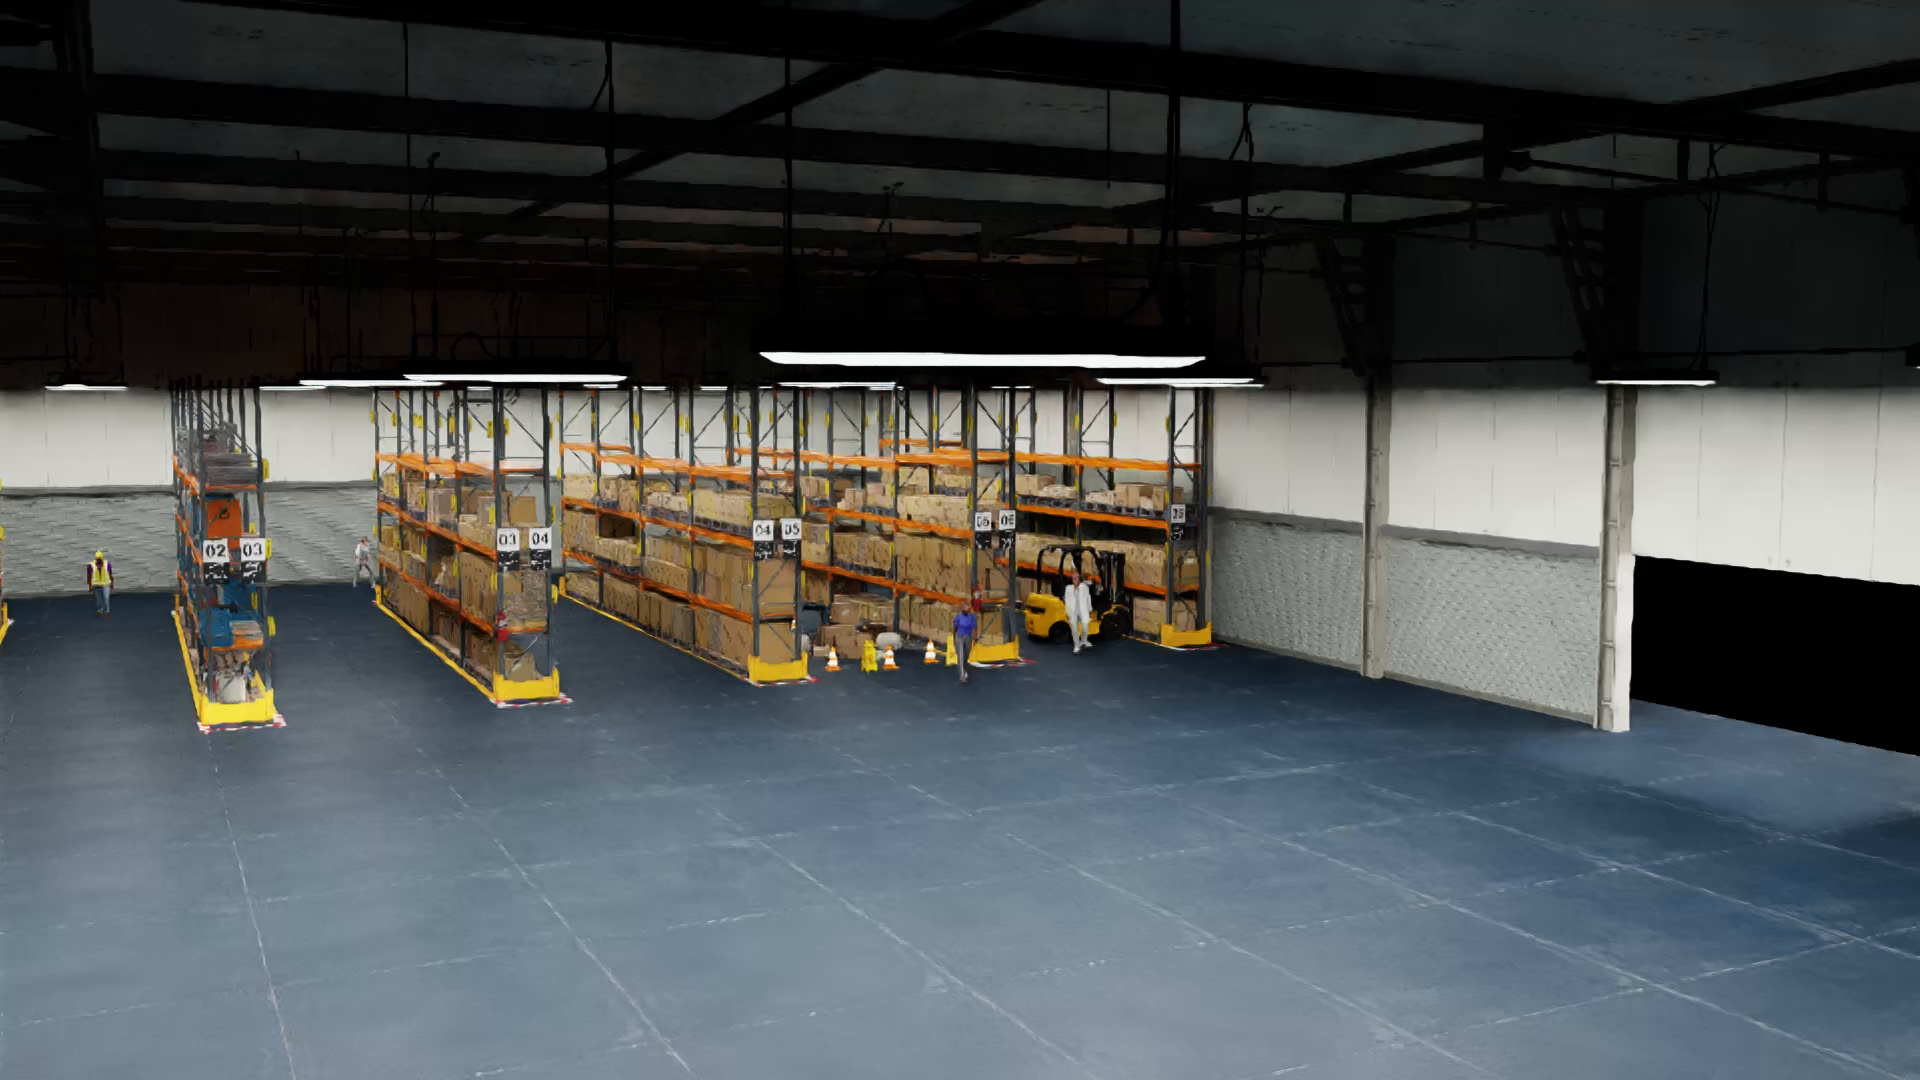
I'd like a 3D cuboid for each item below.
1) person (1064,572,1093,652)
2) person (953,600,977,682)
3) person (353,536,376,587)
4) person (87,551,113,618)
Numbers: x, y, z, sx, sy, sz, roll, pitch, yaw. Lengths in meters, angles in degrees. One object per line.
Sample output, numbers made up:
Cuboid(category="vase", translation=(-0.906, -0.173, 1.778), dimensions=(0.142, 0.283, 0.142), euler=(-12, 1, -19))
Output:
Cuboid(category="person", translation=(2.618, 1.580, 36.704), dimensions=(0.626, 1.771, 0.595), euler=(1, 5, 9))
Cuboid(category="person", translation=(0.100, 1.983, 32.977), dimensions=(0.443, 1.586, 1.001), euler=(-2, 5, -17))
Cuboid(category="person", translation=(-17.460, 0.624, 48.673), dimensions=(0.749, 1.535, 0.574), euler=(5, 7, 43))
Cuboid(category="person", translation=(-21.874, 1.109, 42.298), dimensions=(0.577, 1.691, 1.121), euler=(-2, 6, -25))
